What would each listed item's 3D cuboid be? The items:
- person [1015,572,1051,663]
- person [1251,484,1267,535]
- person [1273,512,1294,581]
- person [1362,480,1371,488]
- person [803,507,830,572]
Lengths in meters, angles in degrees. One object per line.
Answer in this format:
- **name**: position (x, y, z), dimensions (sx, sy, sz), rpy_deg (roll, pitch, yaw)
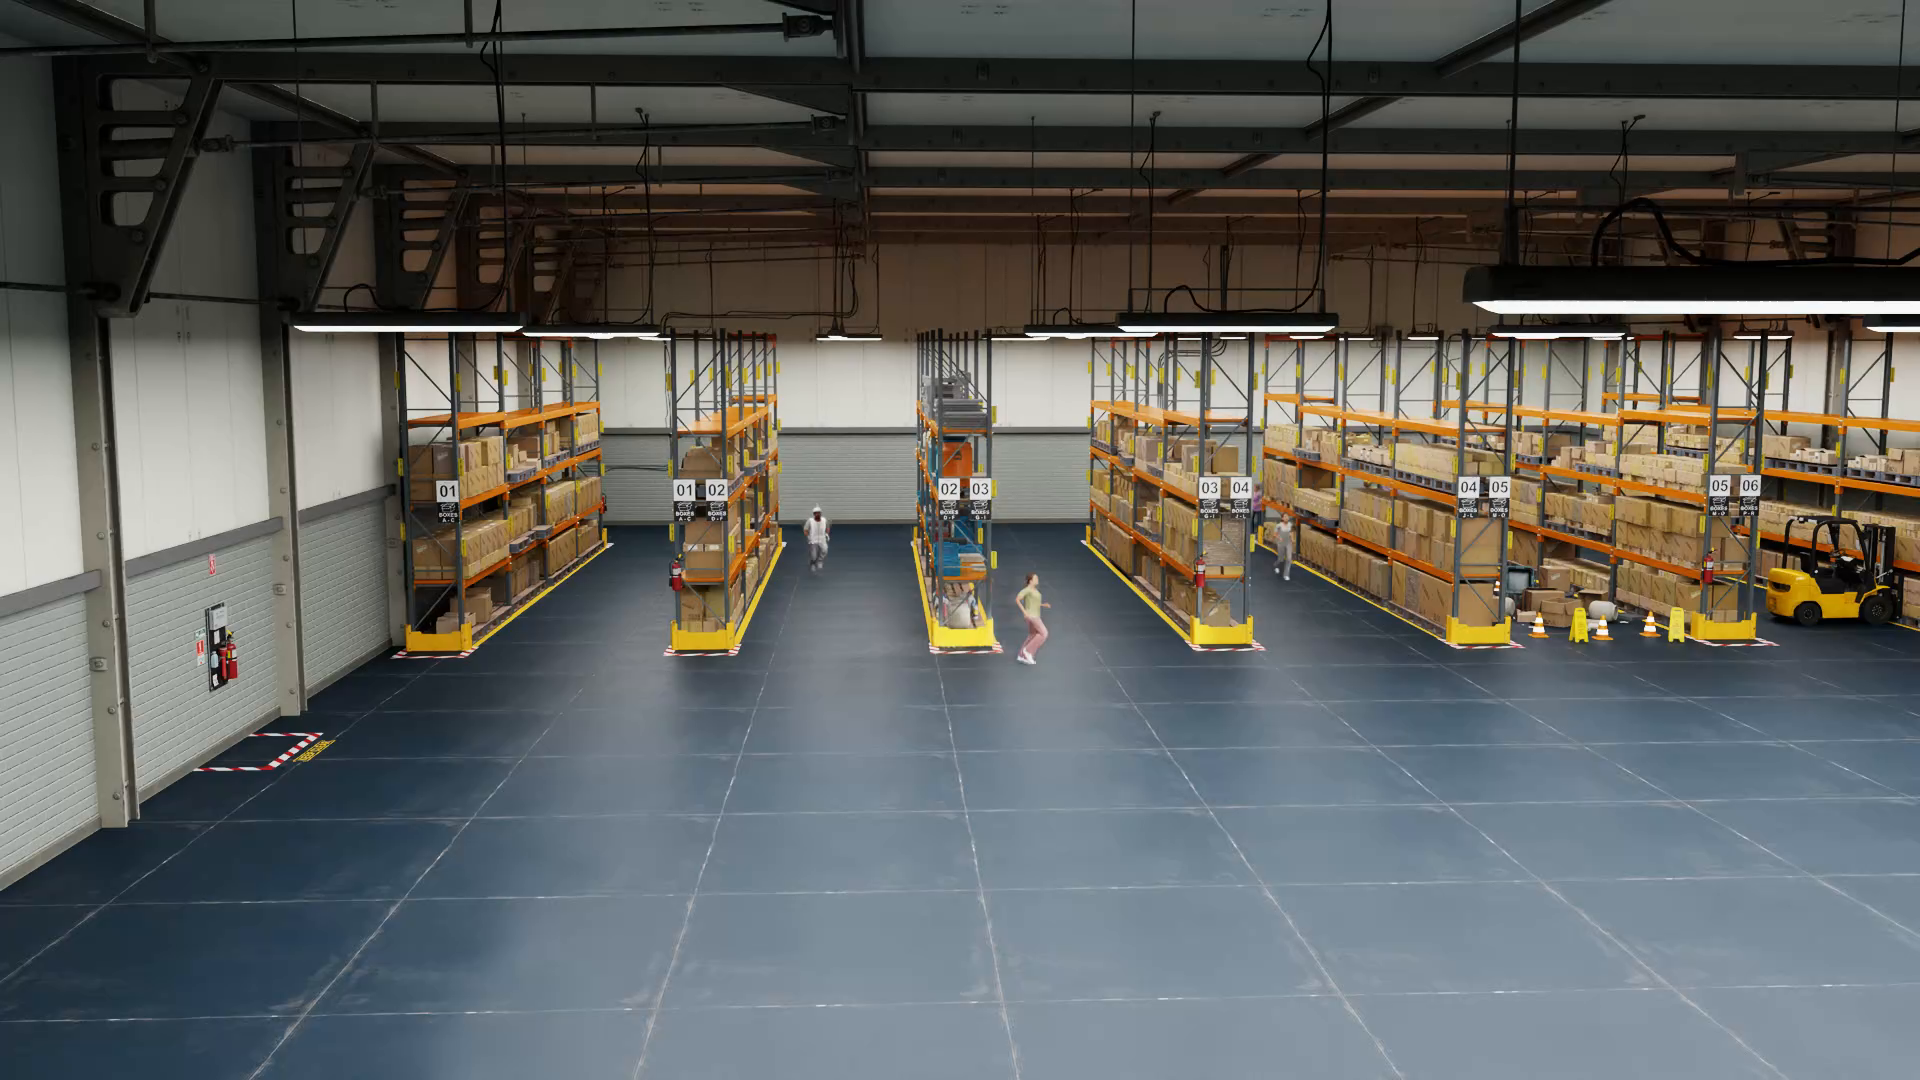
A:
- **person**: position (1.317, 1.393, 29.767), dimensions (0.621, 1.641, 0.560), rpy_deg (2, 7, 18)
- **person**: position (8.776, -0.841, 49.047), dimensions (0.789, 1.618, 0.528), rpy_deg (-4, 8, -33)
- **person**: position (7.897, 0.134, 40.526), dimensions (0.554, 1.647, 0.820), rpy_deg (-1, 7, -7)
- **person**: position (12.132, -0.966, 49.488), dimensions (0.687, 1.728, 0.699), rpy_deg (-2, 7, -15)
- **person**: position (-3.483, -0.005, 40.653), dimensions (0.683, 1.628, 0.849), rpy_deg (-2, 7, -15)
